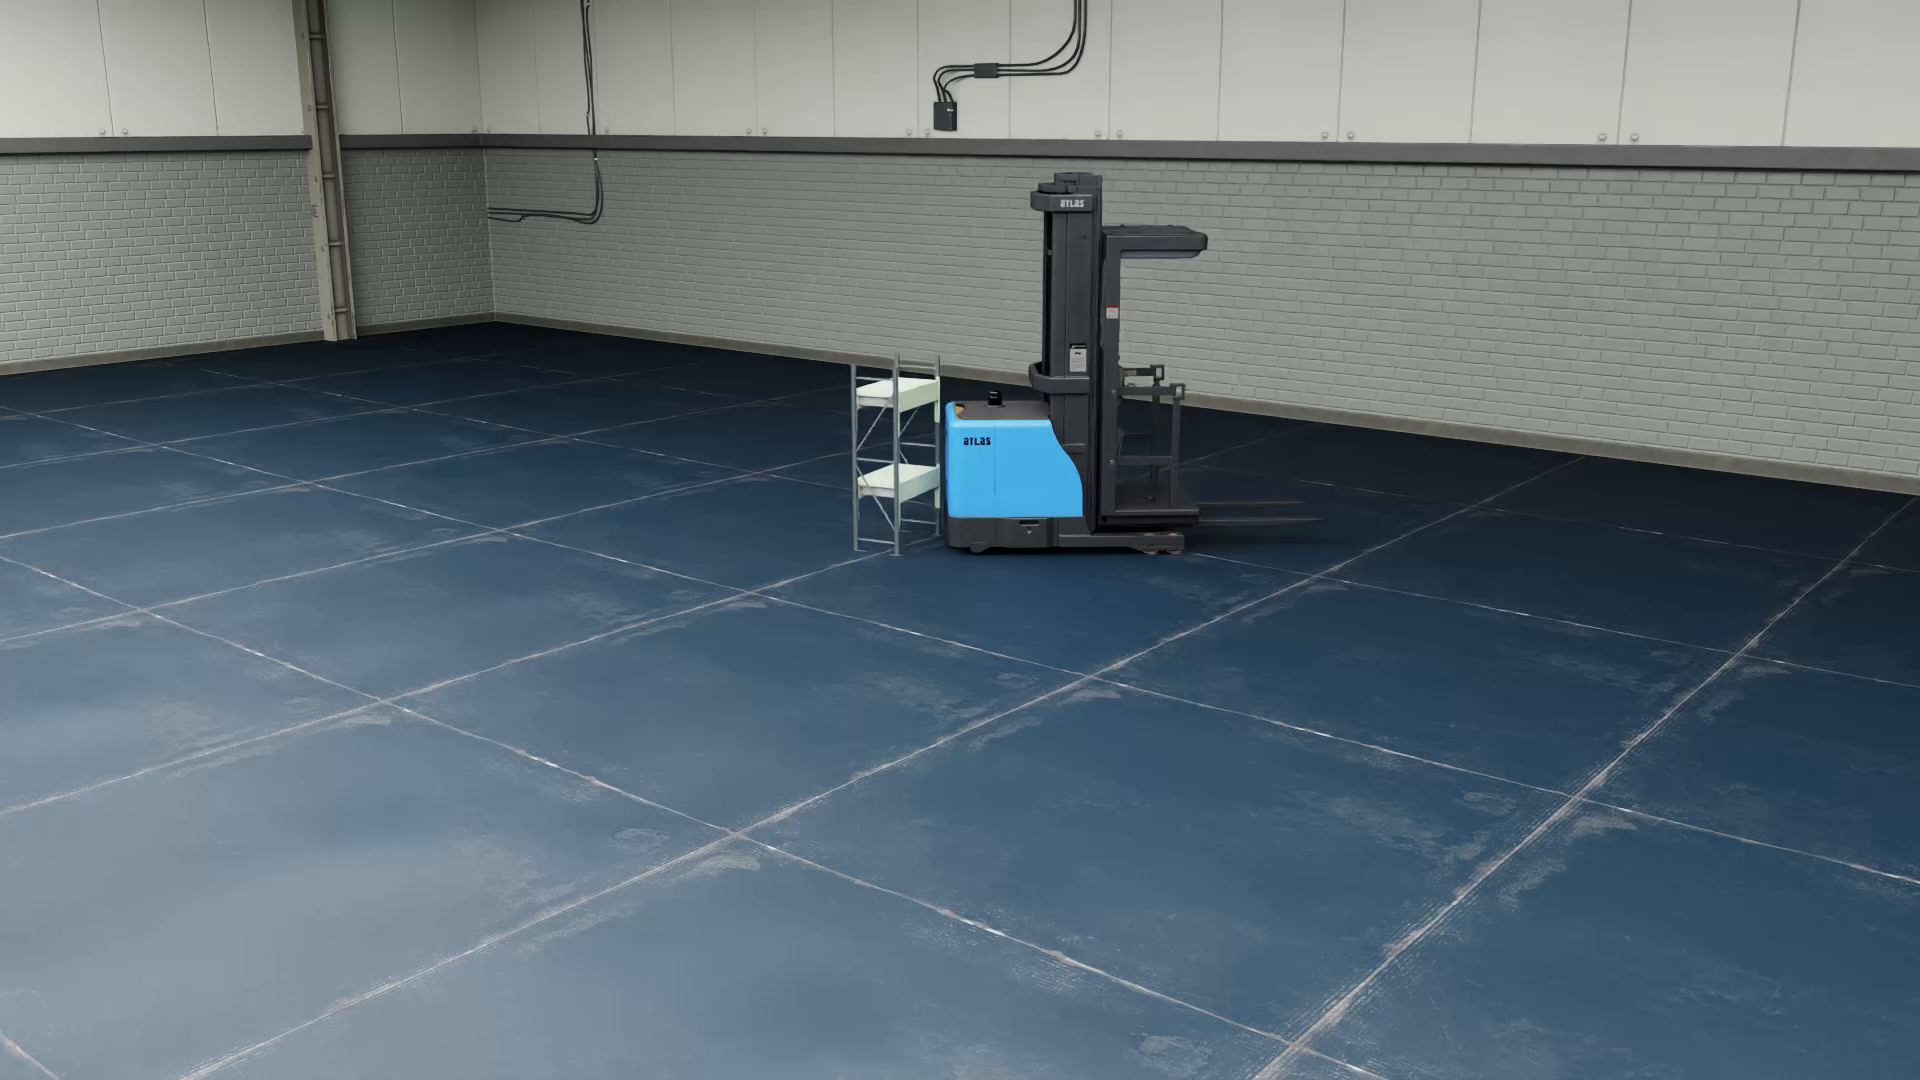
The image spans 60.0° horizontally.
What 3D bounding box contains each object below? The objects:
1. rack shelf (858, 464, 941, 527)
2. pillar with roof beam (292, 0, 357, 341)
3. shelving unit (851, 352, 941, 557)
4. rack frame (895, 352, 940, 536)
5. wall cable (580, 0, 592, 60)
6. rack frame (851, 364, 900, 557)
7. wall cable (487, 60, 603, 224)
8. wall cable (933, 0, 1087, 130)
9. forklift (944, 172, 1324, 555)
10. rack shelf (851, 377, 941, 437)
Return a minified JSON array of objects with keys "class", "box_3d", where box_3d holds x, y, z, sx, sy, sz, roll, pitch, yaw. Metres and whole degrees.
[{"class":"rack shelf","box_3d":[-0.504,-0.384,13.411,0.431,0.370,0.720,7,16,24]},{"class":"pillar with roof beam","box_3d":[-6.329,-6.833,22.244,9.100,9.000,0.400,11,18,38]},{"class":"shelving unit","box_3d":[-0.504,-0.700,13.331,0.431,1.500,0.755,7,16,24]},{"class":"rack frame","box_3d":[-0.347,-0.781,13.652,0.400,1.500,0.023,7,16,24]},{"class":"wall cable","box_3d":[-4.693,-8.383,24.395,3.097,2.526,0.112,11,18,38]},{"class":"rack frame","box_3d":[-0.660,-0.618,13.010,0.400,1.500,0.023,7,16,24]},{"class":"wall cable","box_3d":[-6.797,-6.354,26.664,3.097,2.526,0.112,11,18,38]},{"class":"wall cable","box_3d":[0.577,-8.035,20.068,2.305,6.003,0.169,11,18,38]},{"class":"forklift","box_3d":[1.396,-1.434,13.317,3.031,2.935,1.130,-1,14,-2]},{"class":"rack shelf","box_3d":[-0.504,-1.078,13.235,0.431,0.370,0.720,7,16,24]}]
